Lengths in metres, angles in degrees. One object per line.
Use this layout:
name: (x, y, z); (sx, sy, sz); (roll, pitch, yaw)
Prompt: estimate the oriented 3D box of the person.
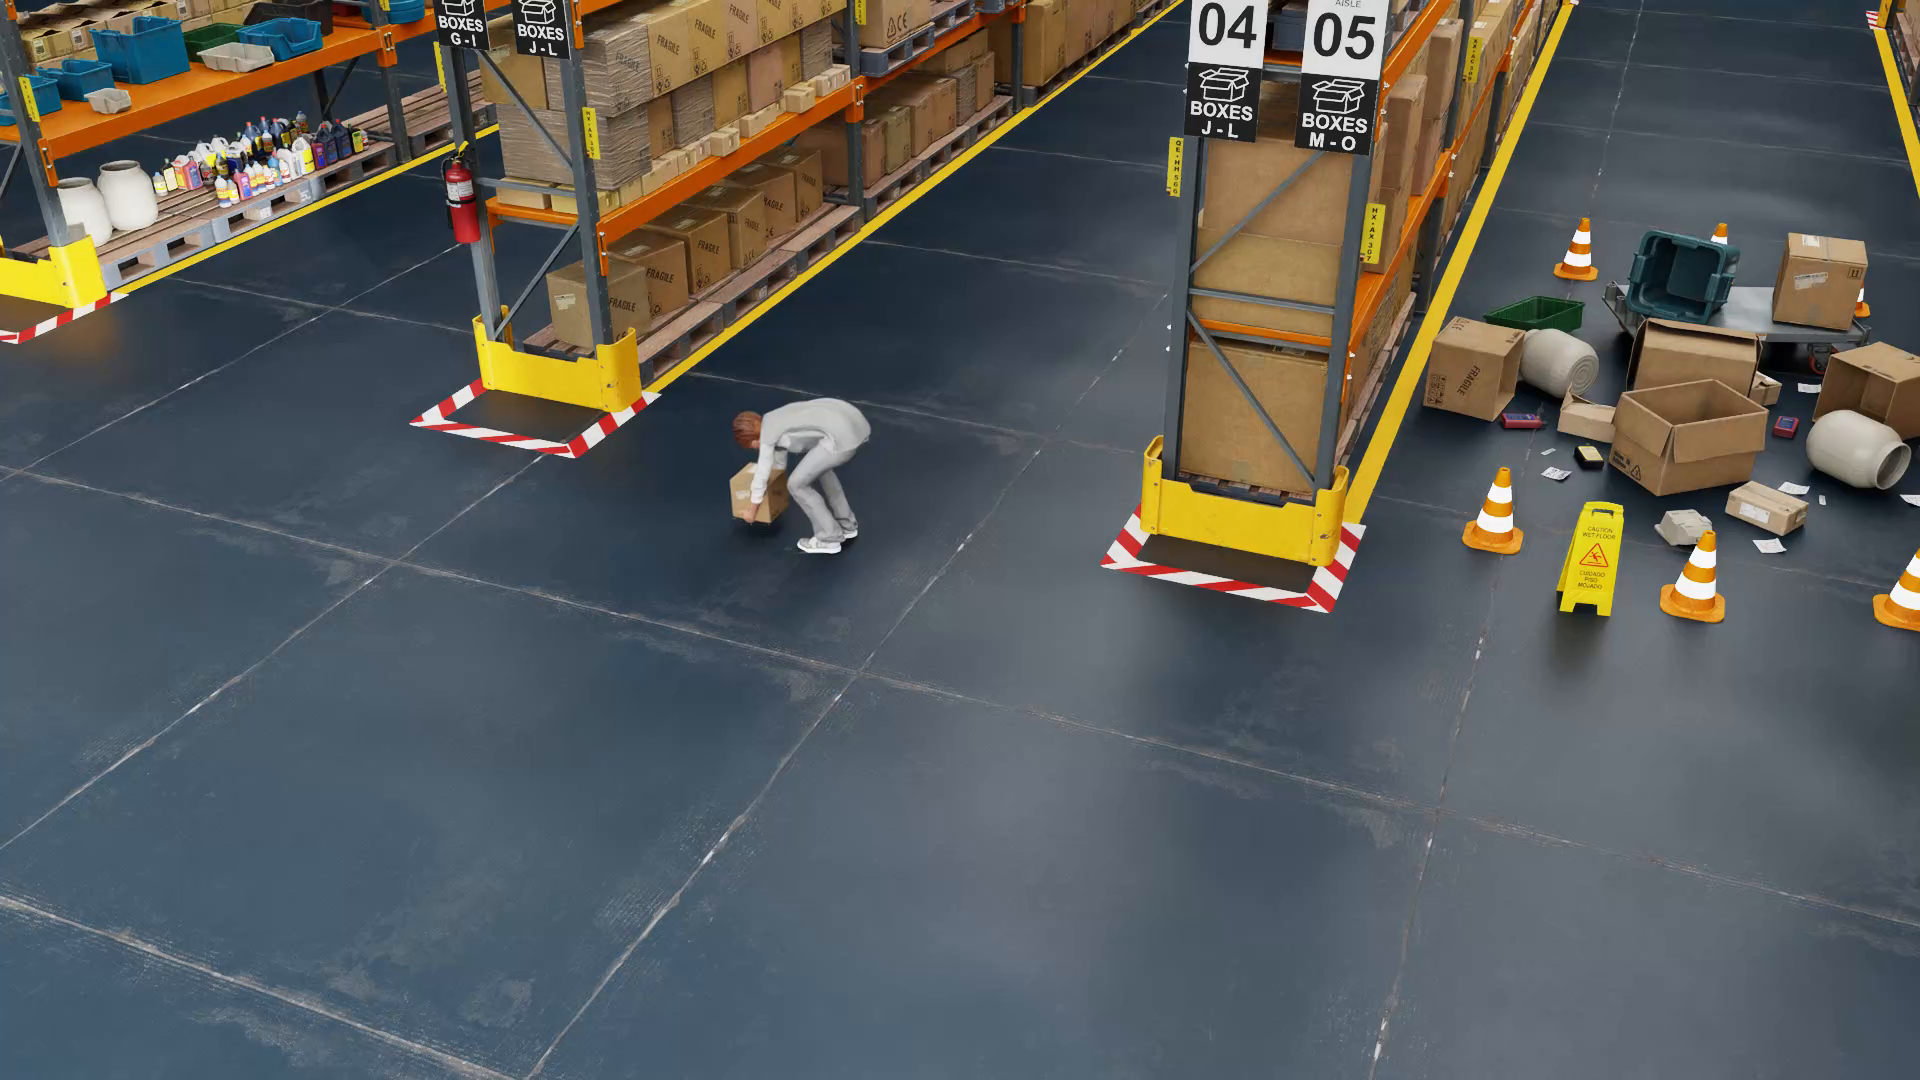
person: (-0.940, -0.414, 9.784); (0.861, 0.923, 0.416); (10, 32, 17)
